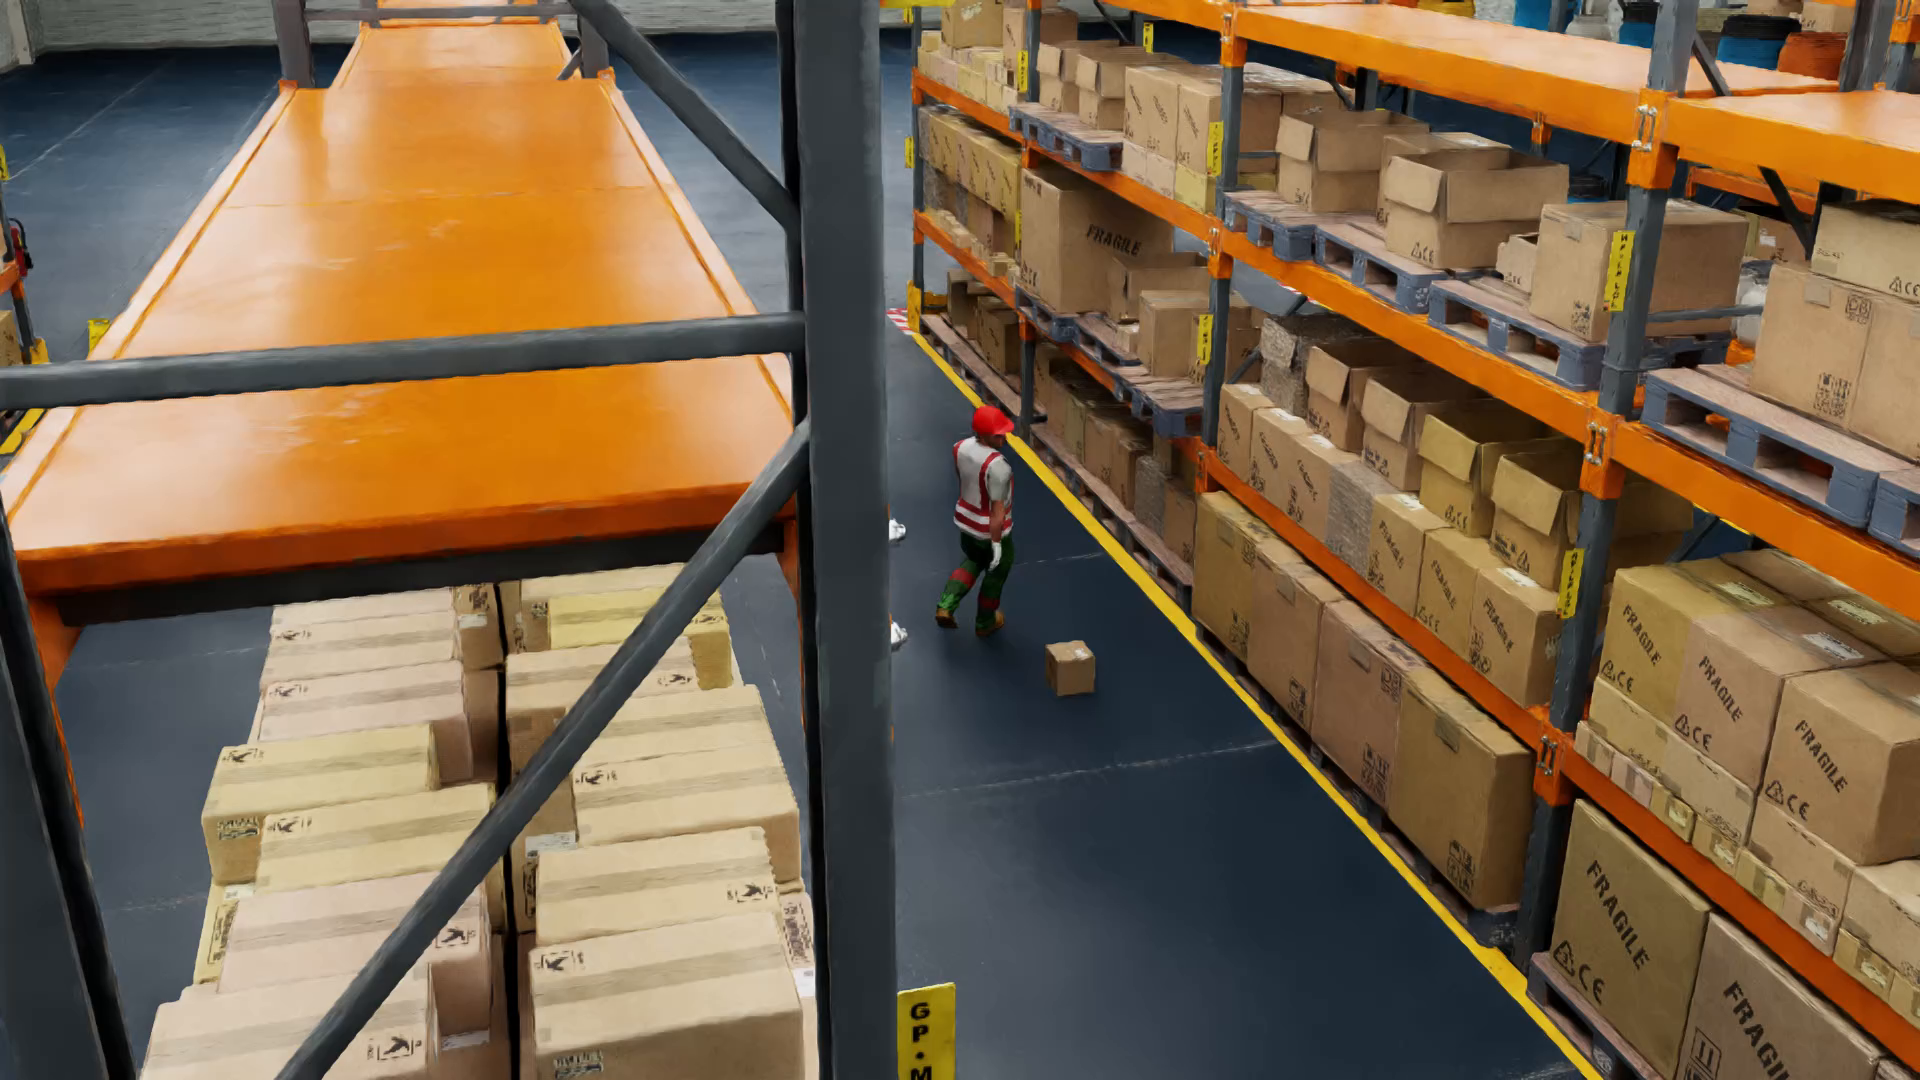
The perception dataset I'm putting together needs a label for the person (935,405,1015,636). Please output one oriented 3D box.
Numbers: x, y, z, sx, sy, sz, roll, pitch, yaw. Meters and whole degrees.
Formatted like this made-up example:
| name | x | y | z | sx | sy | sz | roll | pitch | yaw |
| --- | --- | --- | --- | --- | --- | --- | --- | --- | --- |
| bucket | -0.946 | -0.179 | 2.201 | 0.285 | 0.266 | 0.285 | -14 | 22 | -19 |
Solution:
| name | x | y | z | sx | sy | sz | roll | pitch | yaw |
| --- | --- | --- | --- | --- | --- | --- | --- | --- | --- |
| person | 0.183 | -0.095 | 10.932 | 0.669 | 1.744 | 0.600 | -20 | 30 | -39 |
